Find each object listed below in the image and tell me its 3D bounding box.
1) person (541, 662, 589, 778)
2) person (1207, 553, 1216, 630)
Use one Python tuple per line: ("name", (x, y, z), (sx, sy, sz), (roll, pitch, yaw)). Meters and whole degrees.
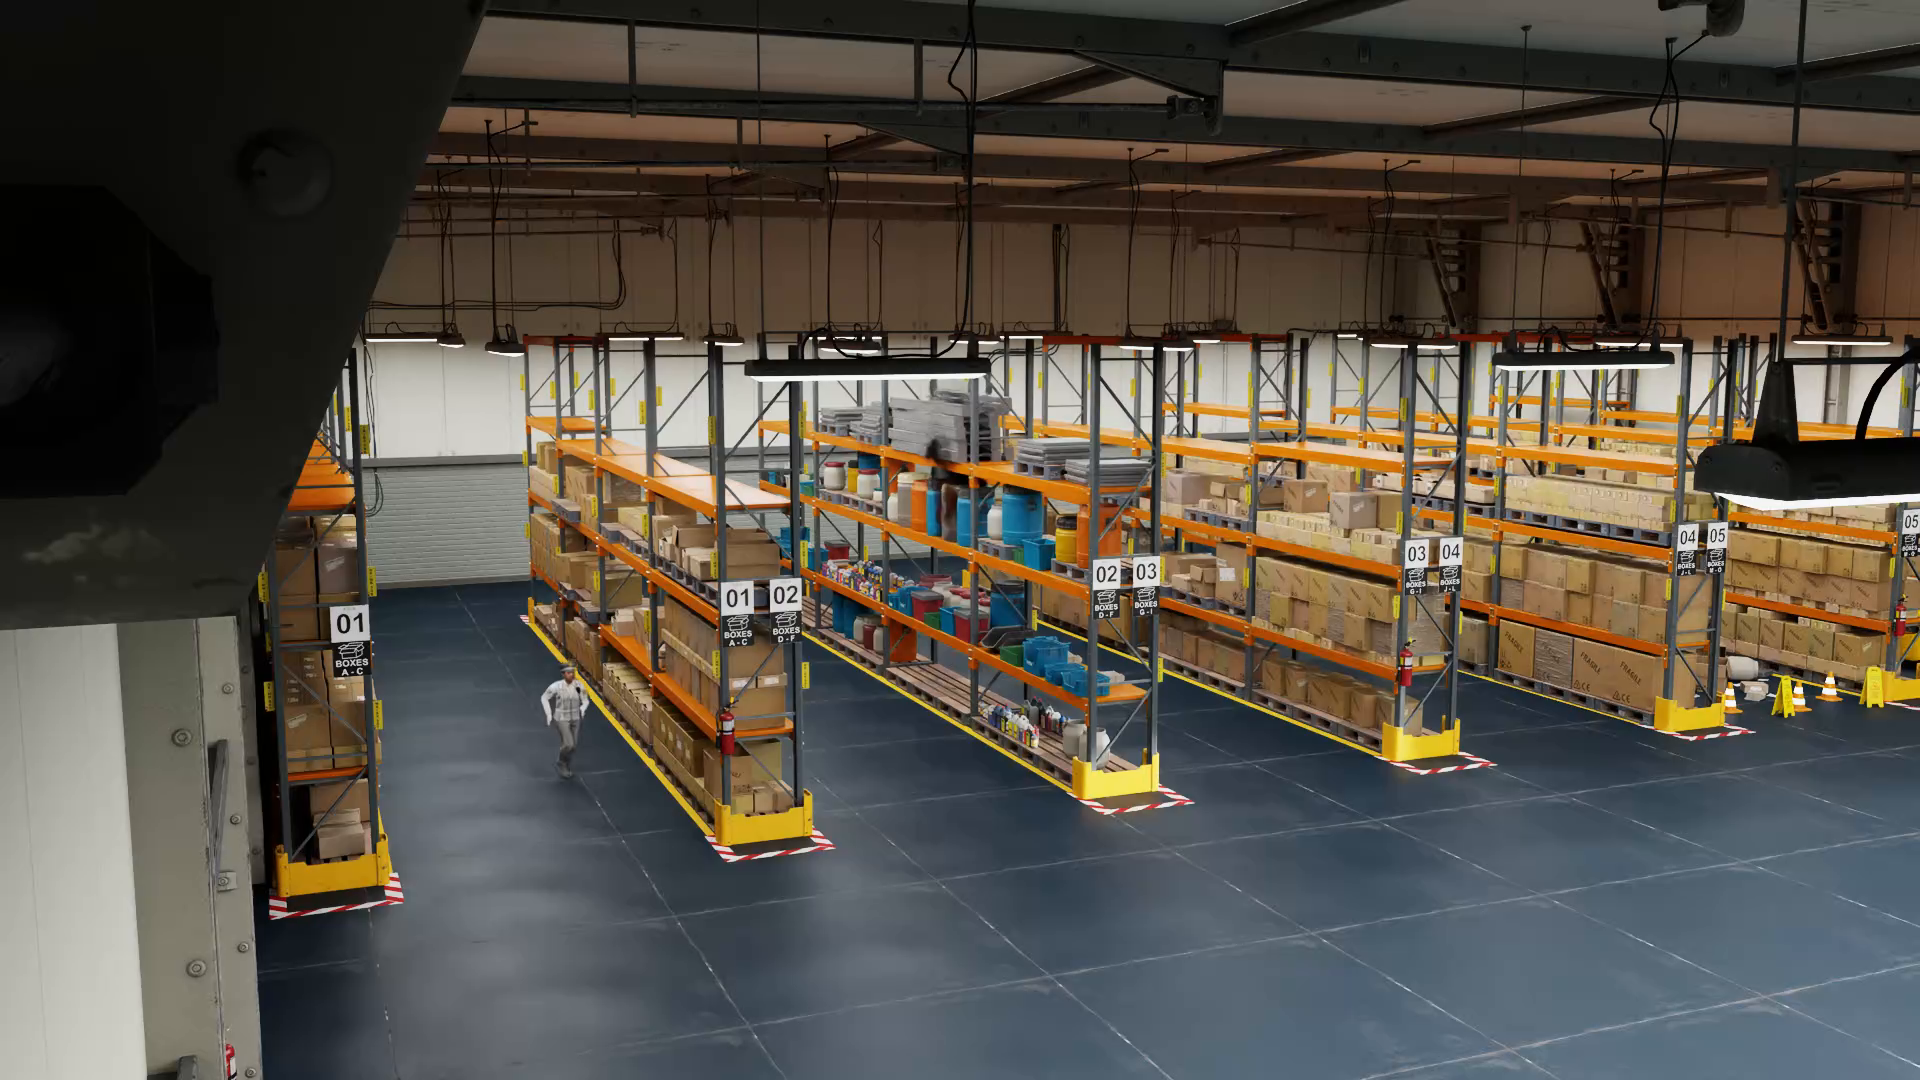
("person", (-5.367, 2.473, 22.810), (0.583, 1.646, 0.692), (-6, 10, -37))
("person", (4.993, 1.082, 33.286), (0.615, 1.644, 0.918), (-4, 9, -28))
